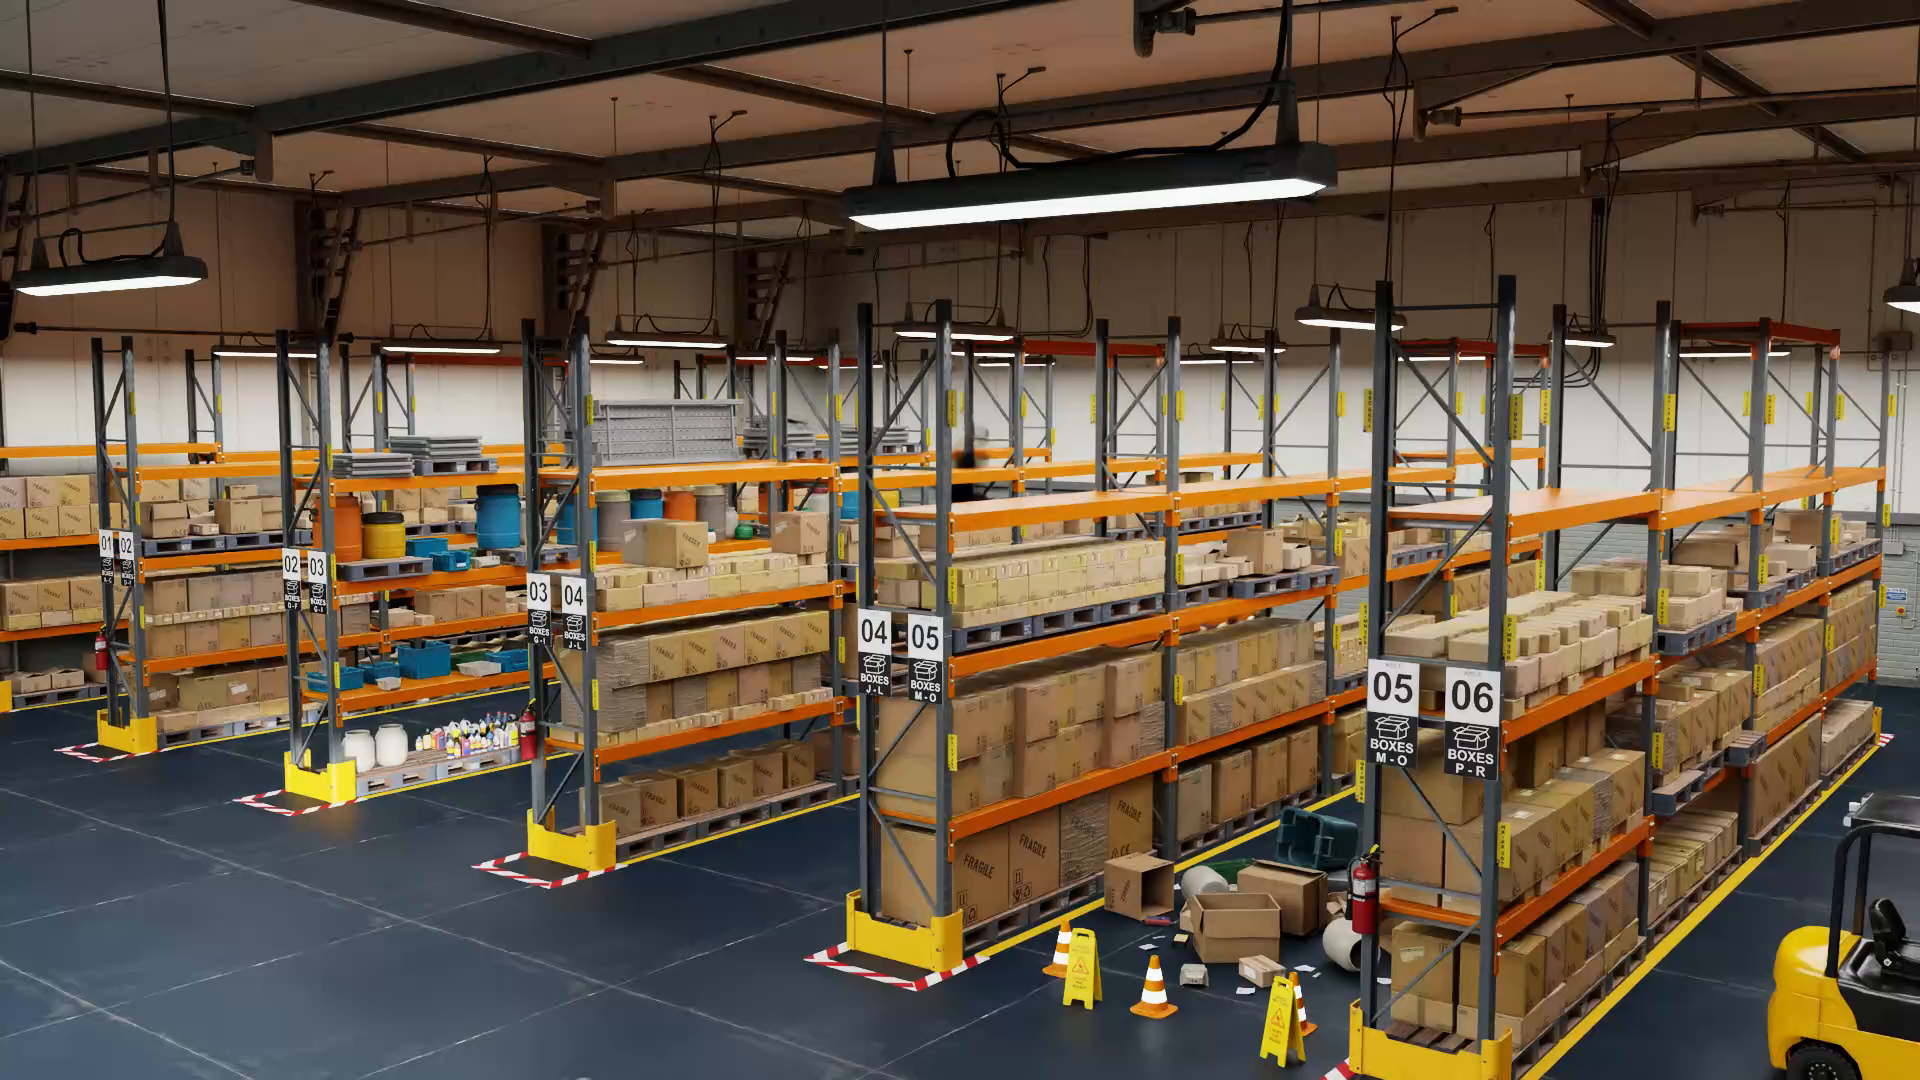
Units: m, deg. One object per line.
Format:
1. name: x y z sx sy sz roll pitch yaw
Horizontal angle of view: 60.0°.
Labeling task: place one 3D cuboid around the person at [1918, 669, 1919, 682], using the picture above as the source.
1. person: 14.194 2.236 23.997 0.664 1.715 0.877 3 6 30

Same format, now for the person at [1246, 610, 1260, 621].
1. person: 4.993 1.883 27.851 0.682 1.744 0.663 4 6 39

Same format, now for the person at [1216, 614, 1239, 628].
1. person: 4.361 1.937 26.704 0.698 1.772 0.990 3 6 28

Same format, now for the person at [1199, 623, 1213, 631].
1. person: 3.470 2.010 23.333 0.558 1.692 0.835 4 6 37
